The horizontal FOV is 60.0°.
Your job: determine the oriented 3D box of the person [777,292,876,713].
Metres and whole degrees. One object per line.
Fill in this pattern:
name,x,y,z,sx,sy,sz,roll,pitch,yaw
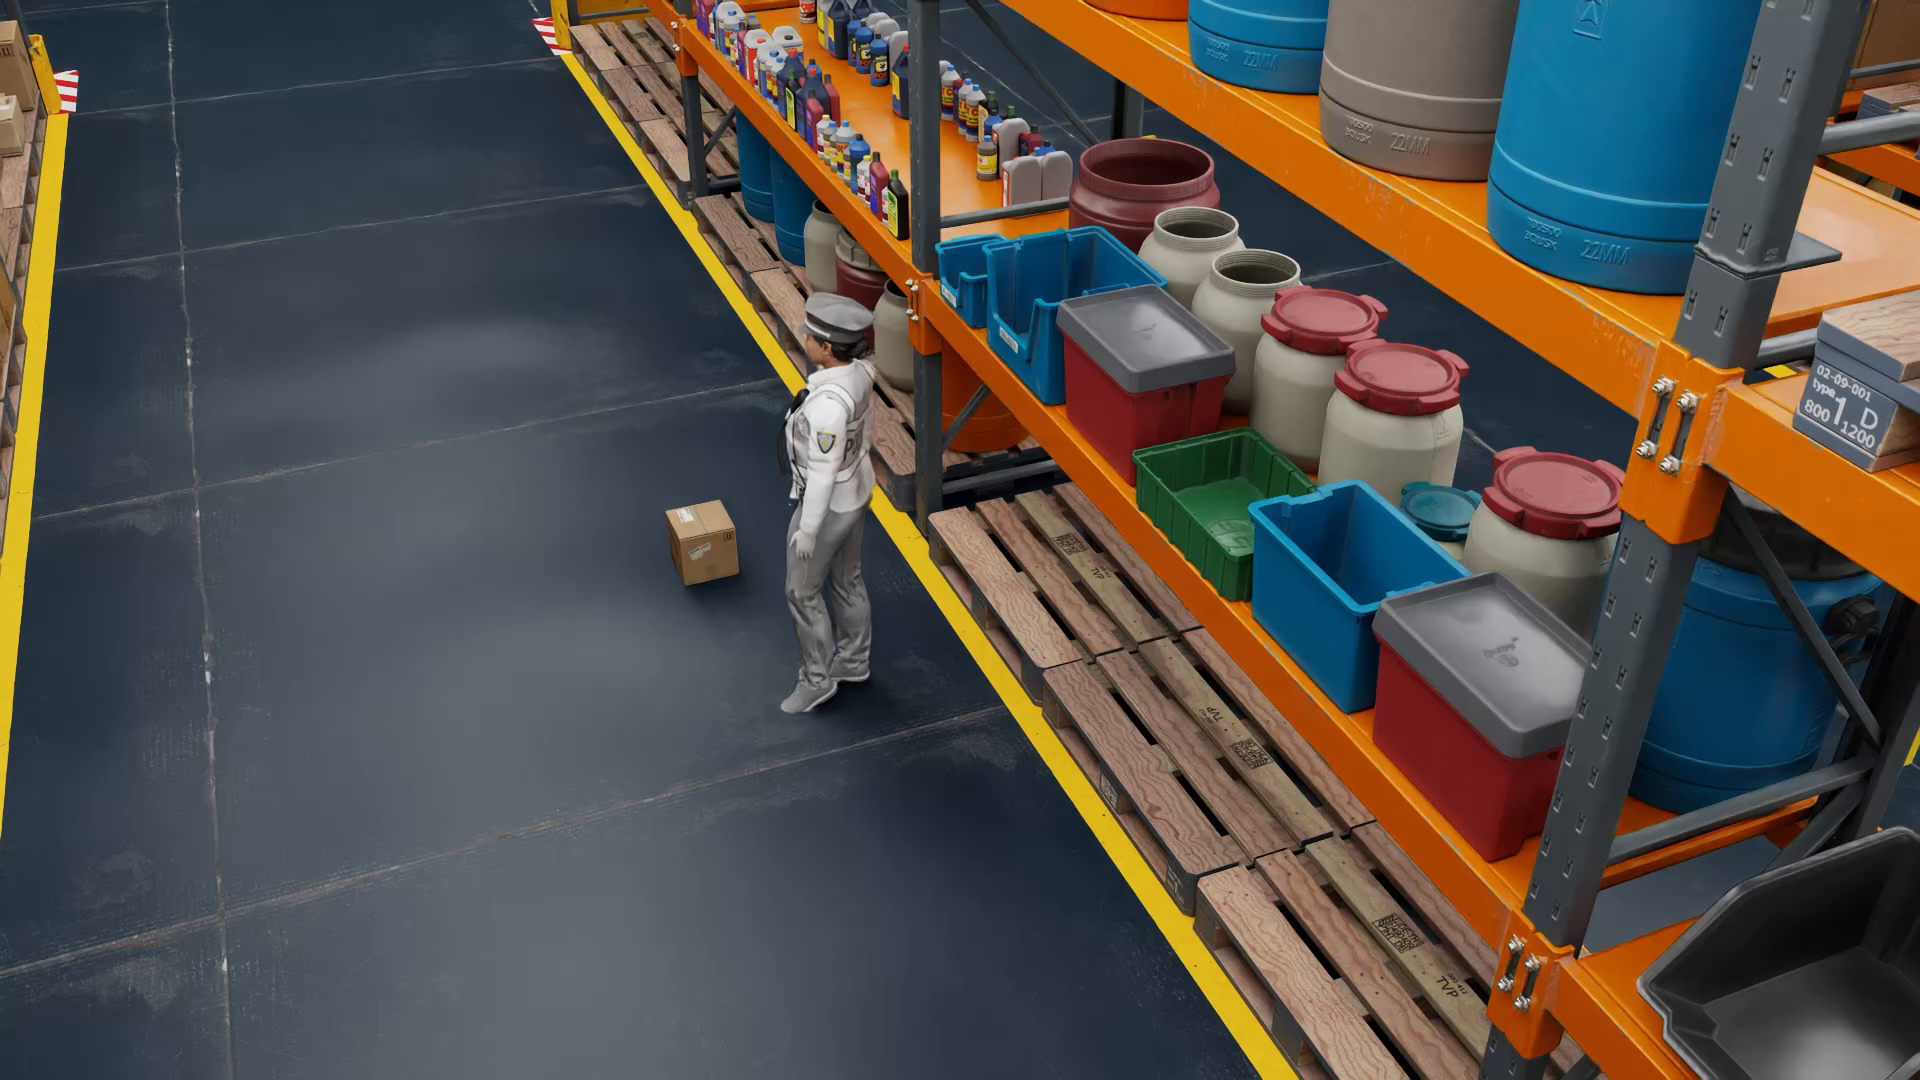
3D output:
person,-0.507,-0.111,6.341,0.383,1.744,0.531,8,34,12
